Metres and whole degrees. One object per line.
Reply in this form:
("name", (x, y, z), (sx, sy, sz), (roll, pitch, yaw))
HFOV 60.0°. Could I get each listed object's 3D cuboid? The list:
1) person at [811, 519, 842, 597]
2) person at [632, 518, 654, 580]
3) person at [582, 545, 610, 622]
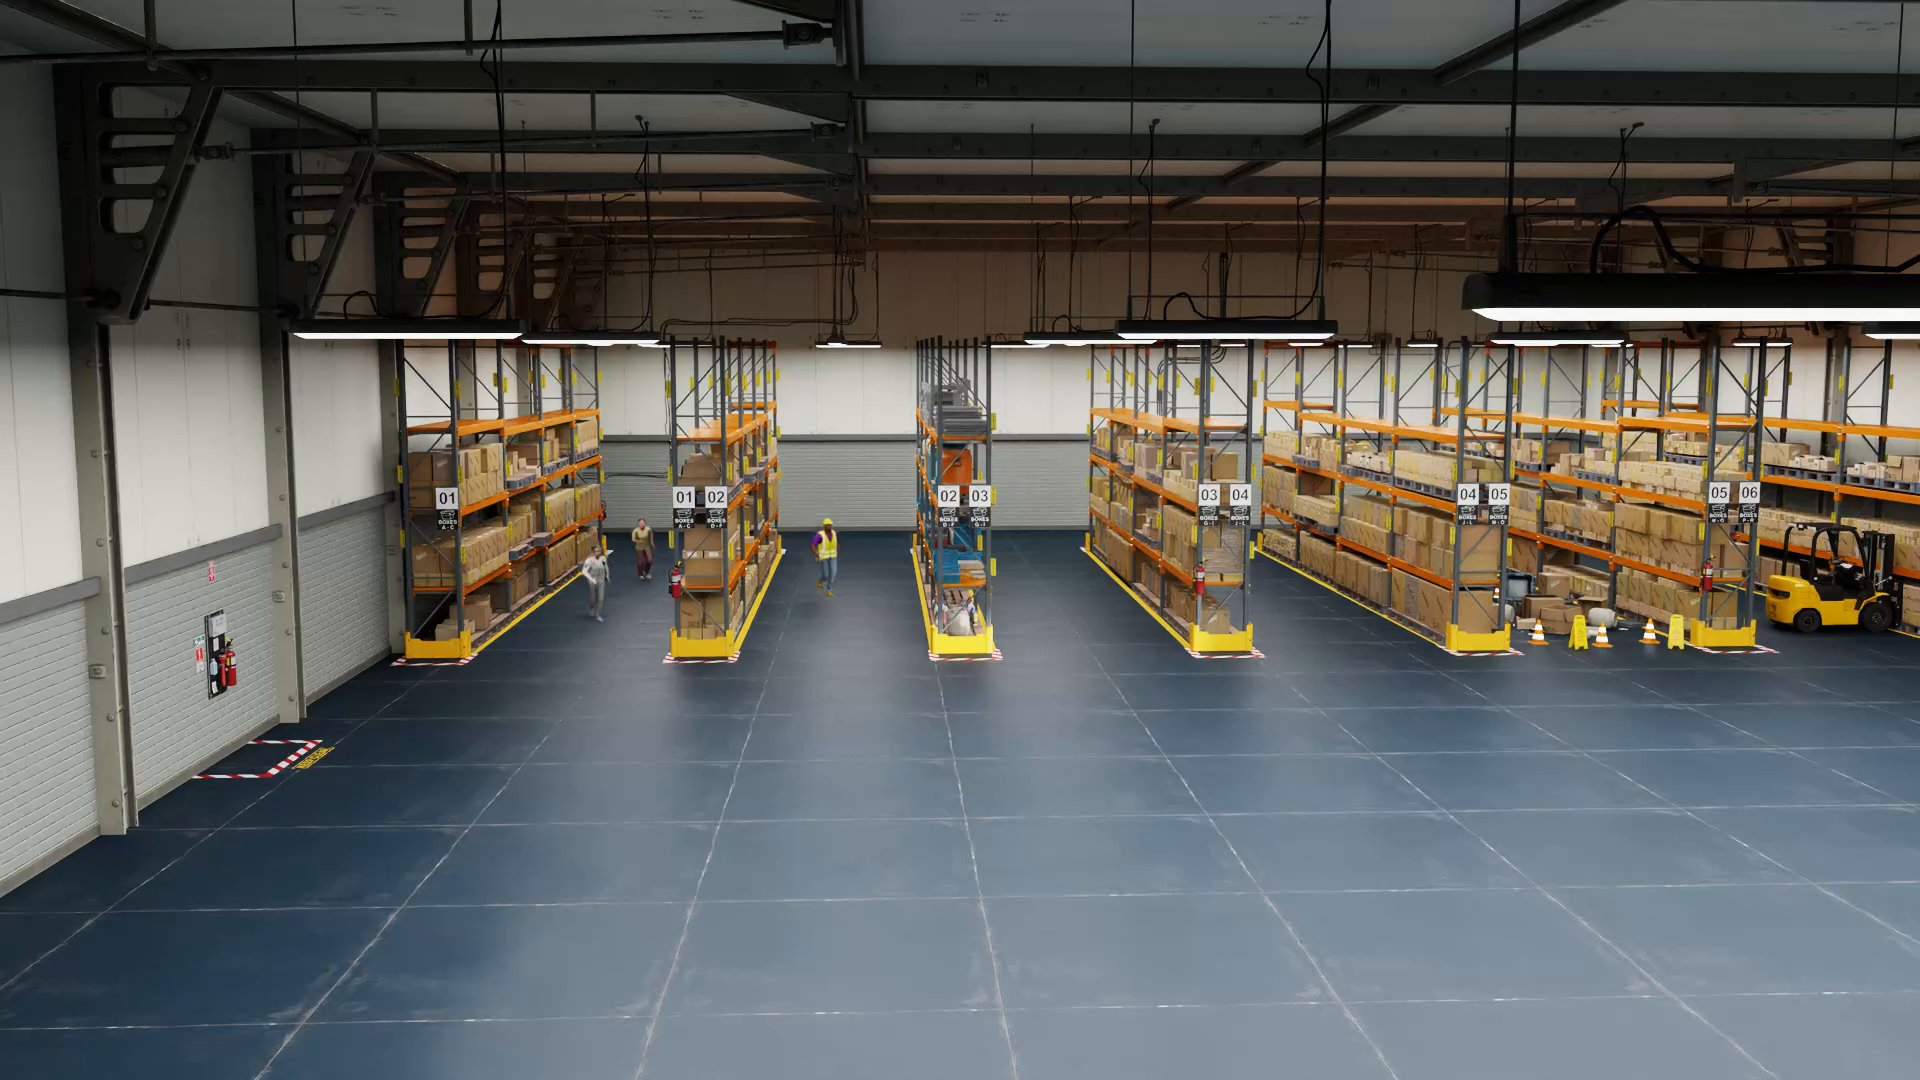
("person", (-2.966, 0.385, 36.966), (0.708, 1.728, 0.712), (-3, 7, -26))
("person", (-7.903, 0.217, 41.480), (0.587, 1.563, 0.876), (-2, 7, -19))
("person", (-7.771, 0.896, 35.436), (0.611, 1.645, 0.747), (-3, 7, -27))
